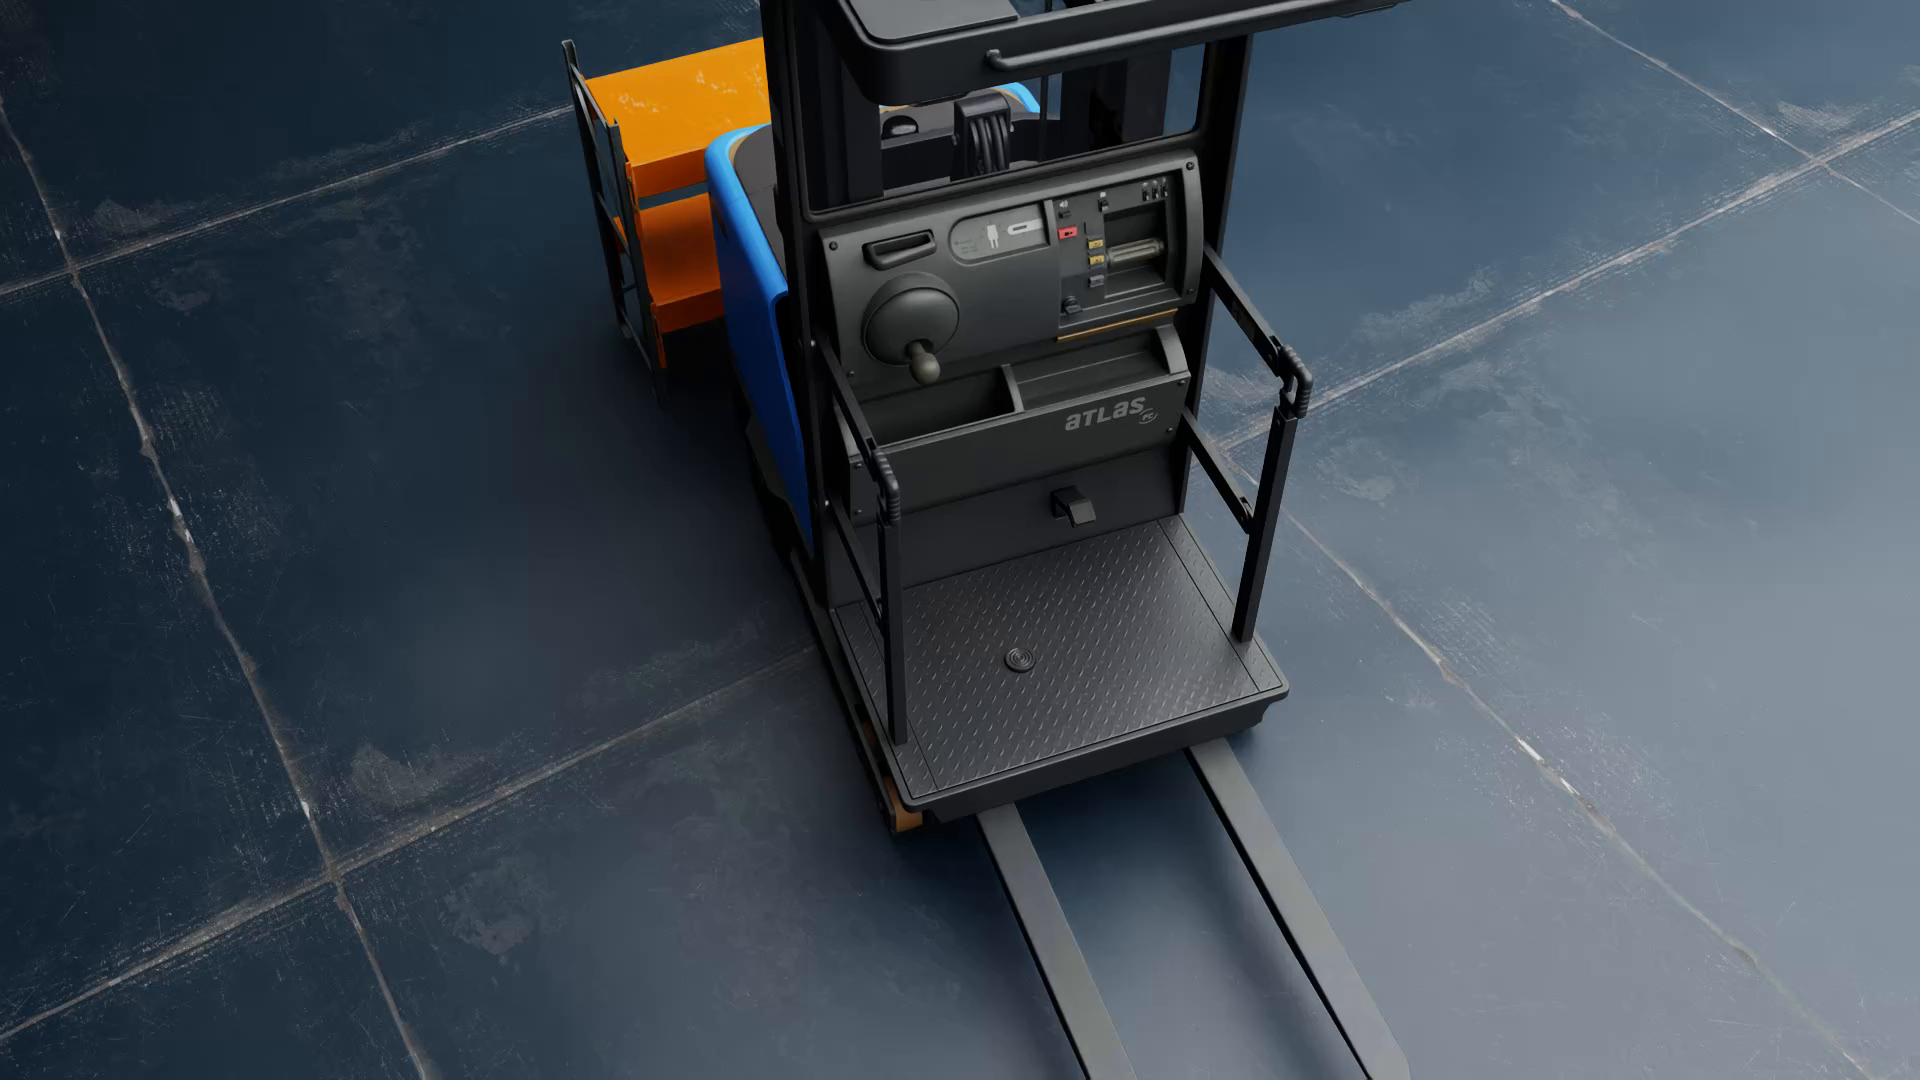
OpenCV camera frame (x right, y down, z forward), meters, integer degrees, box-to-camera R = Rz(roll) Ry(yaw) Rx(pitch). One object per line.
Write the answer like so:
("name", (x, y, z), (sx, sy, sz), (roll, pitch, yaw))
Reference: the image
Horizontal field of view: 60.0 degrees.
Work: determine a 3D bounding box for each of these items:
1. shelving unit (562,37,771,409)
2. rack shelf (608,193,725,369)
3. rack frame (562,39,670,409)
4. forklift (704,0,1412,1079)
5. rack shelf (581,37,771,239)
("shelving unit", (-0.645, -1.152, 5.523), (1.048, 1.125, 0.538), (-19, 51, -16))
("rack shelf", (-0.645, -0.990, 5.706), (1.000, 0.278, 0.538), (-19, 51, -16))
("rack frame", (-1.106, -0.992, 5.380), (0.032, 1.125, 0.500), (-19, 51, -16))
("forklift", (0.213, -0.537, 3.766), (1.130, 2.935, 3.031), (-15, 50, -13))
("rack shelf", (-0.645, -1.347, 5.305), (1.000, 0.278, 0.538), (-19, 51, -16))
